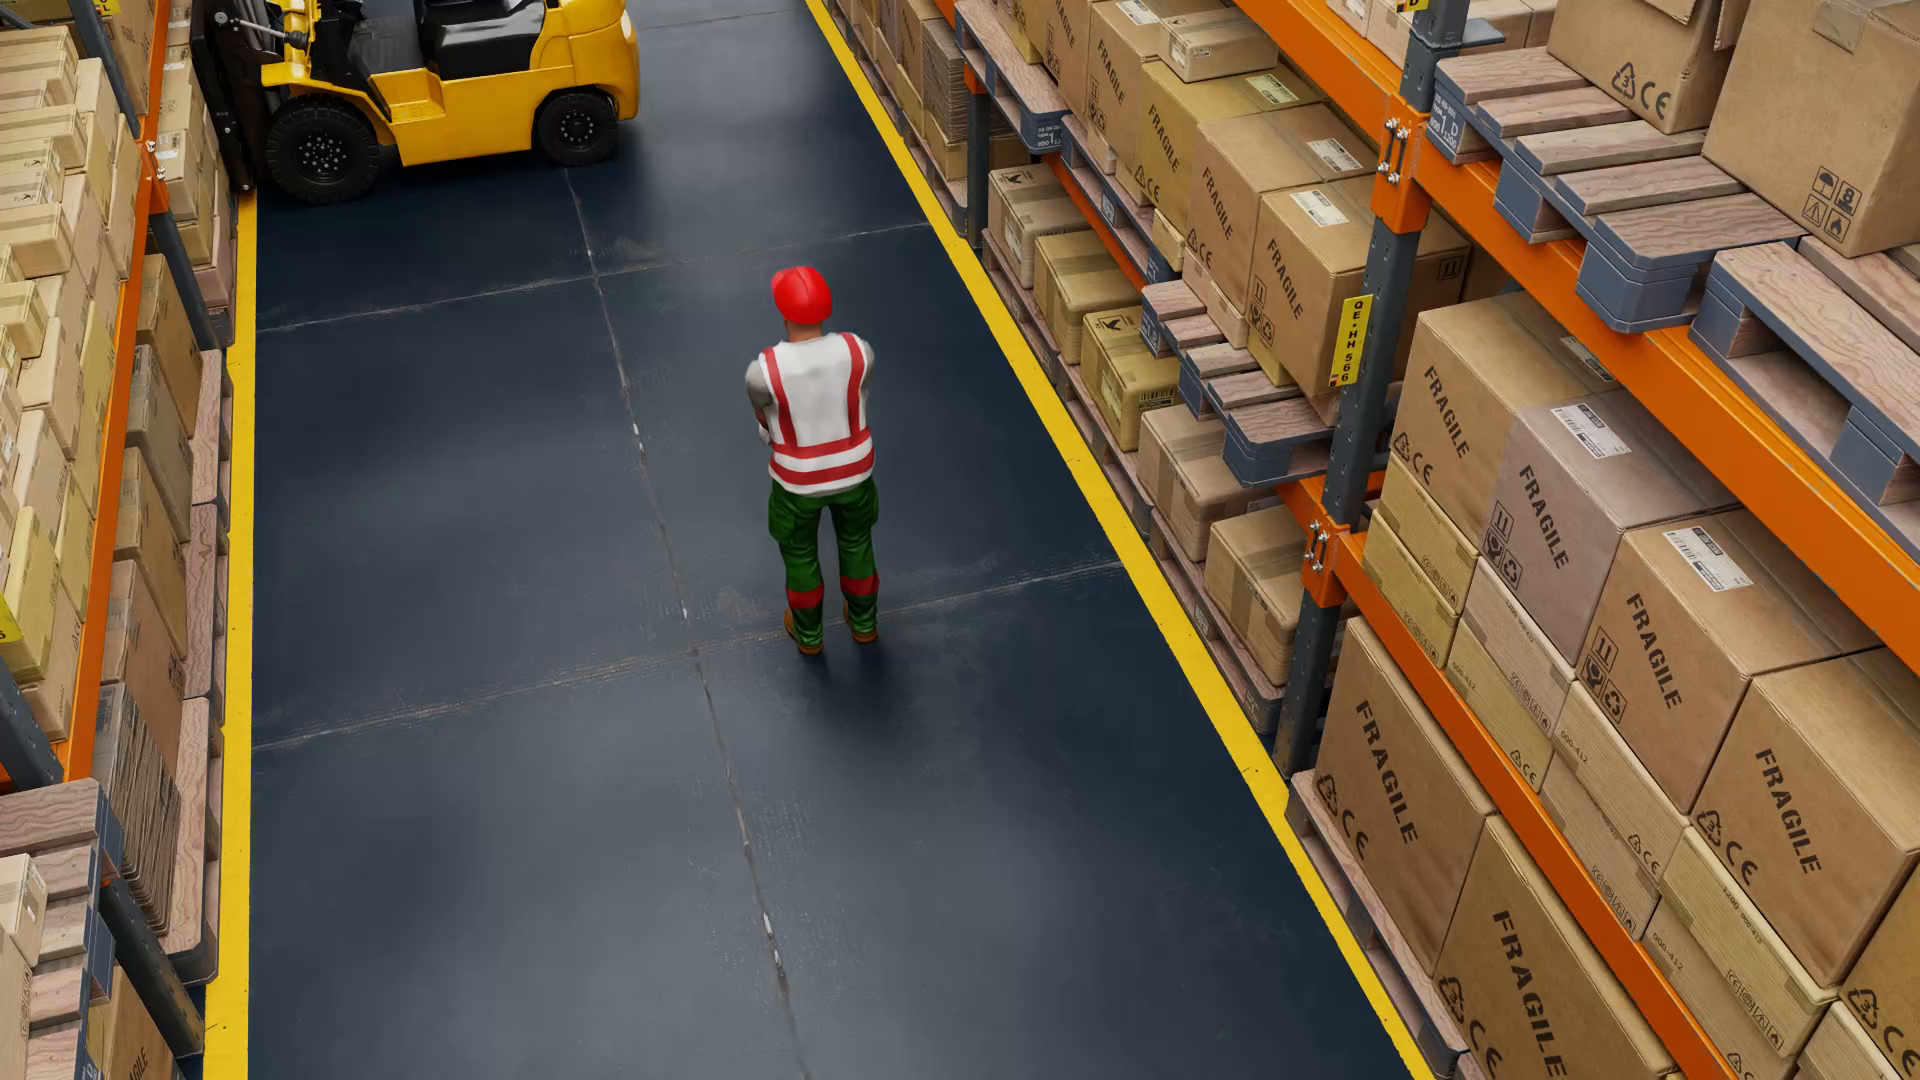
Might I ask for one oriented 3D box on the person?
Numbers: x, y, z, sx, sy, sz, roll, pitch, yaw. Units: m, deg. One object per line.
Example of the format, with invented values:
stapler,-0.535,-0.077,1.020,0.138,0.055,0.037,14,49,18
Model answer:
person,-0.578,-0.333,6.515,0.495,1.784,0.560,-12,43,-14
